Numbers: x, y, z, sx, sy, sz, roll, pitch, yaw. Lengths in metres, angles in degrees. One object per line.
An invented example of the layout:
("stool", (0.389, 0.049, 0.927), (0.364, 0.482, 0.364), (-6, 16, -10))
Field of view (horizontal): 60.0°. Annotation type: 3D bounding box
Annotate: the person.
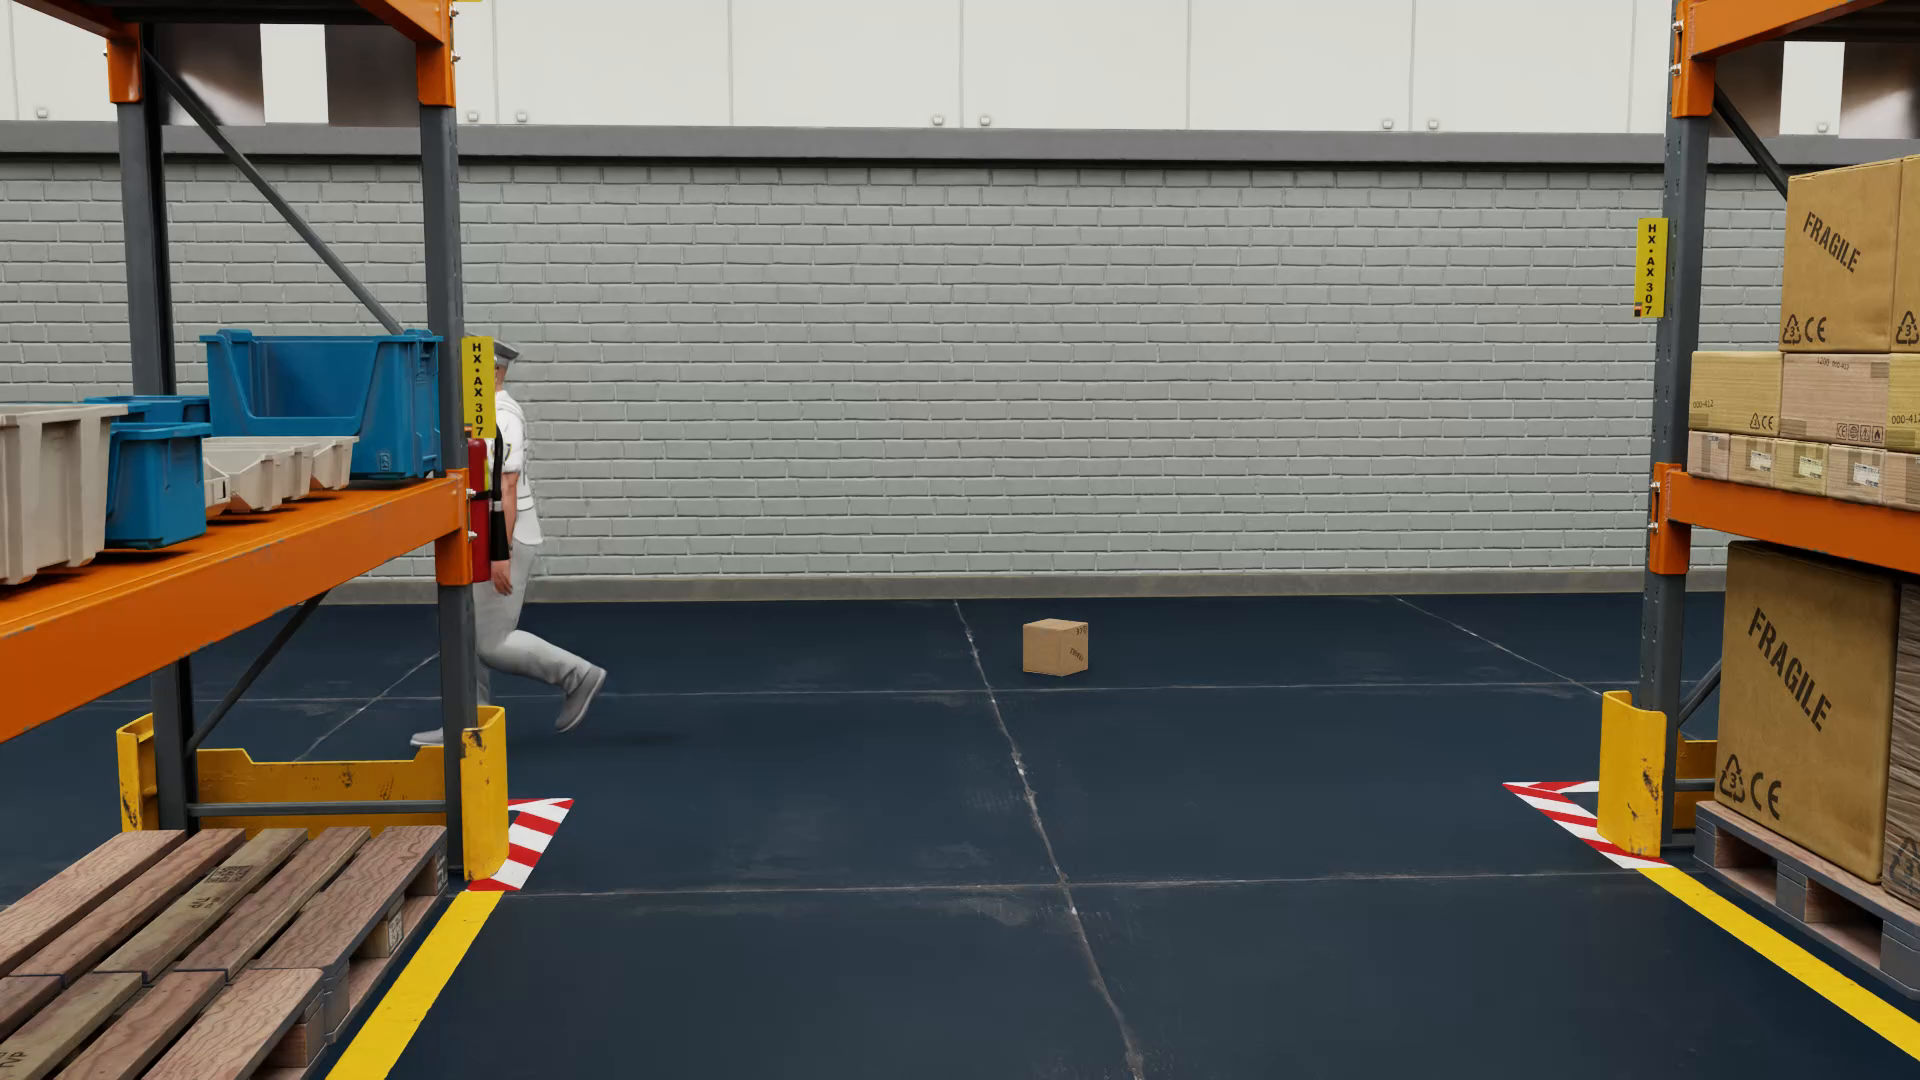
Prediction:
("person", (-1.914, 0.008, 6.937), (0.766, 1.740, 0.555), (-3, 7, -24))
